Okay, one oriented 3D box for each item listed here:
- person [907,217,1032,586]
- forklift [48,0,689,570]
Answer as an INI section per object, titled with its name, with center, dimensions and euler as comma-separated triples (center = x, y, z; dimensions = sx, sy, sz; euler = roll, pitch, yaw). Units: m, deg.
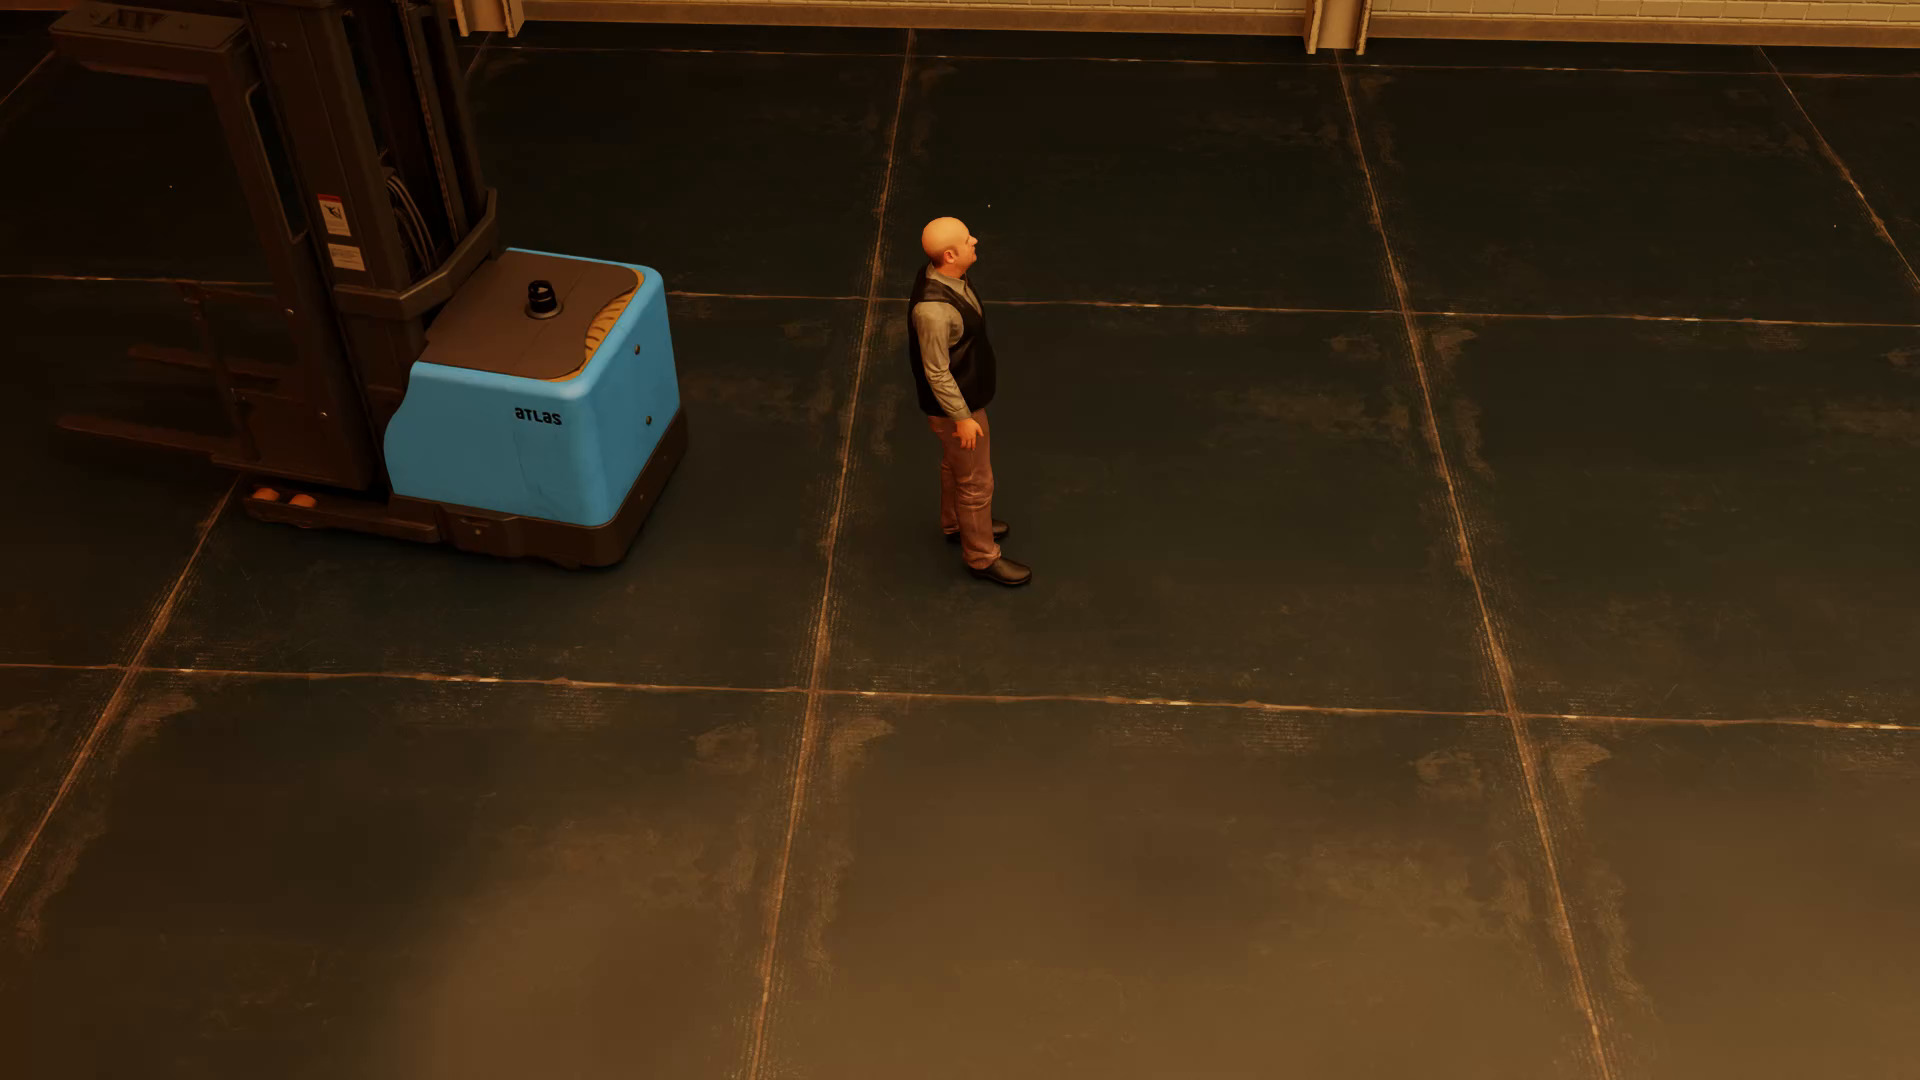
[person]
center = 0.063, -0.635, 7.323
dimensions = 0.566, 1.722, 0.634
euler = 2, 42, 2
[forklift]
center = -2.936, -1.474, 7.357
dimensions = 3.031, 2.935, 1.130
euler = 9, 43, 10
